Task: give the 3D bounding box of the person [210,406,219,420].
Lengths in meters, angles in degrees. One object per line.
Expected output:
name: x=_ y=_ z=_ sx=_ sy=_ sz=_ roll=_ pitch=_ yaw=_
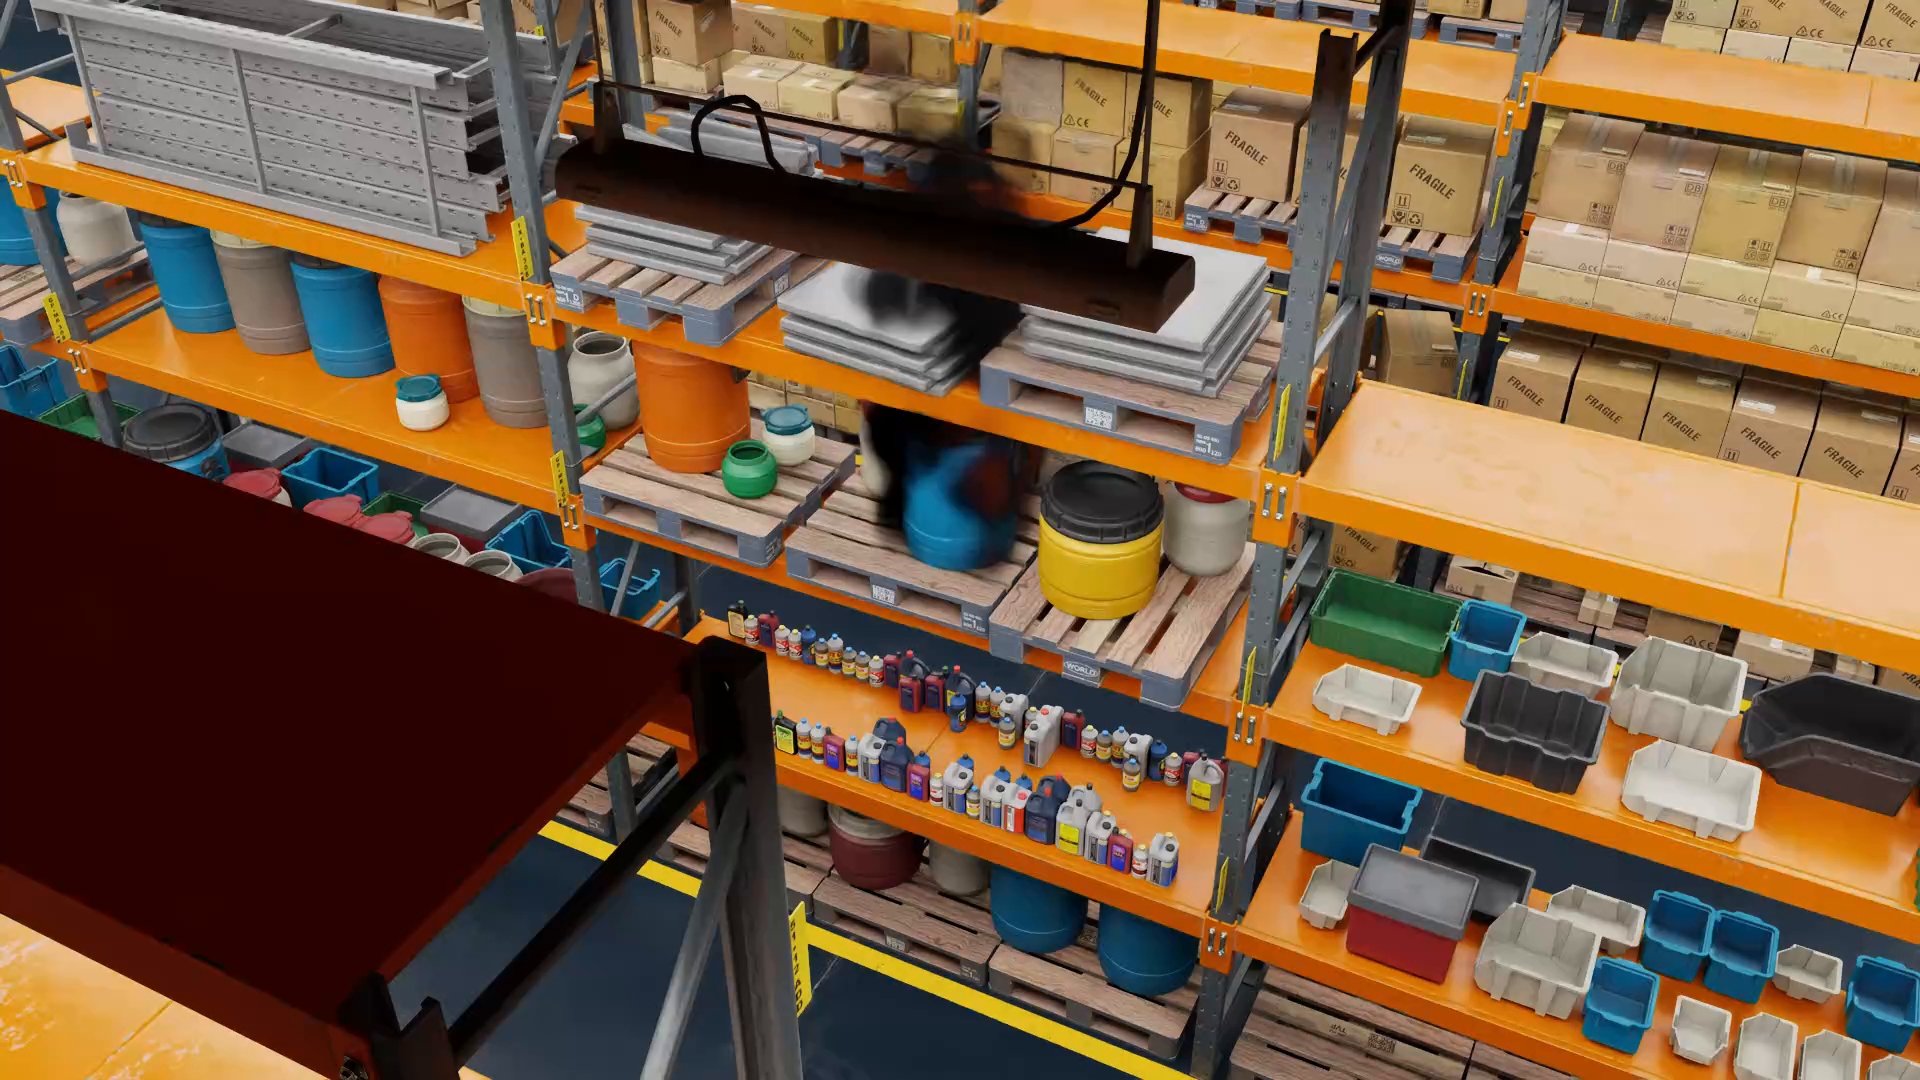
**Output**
person: x=-6.185 y=-1.400 z=14.345 sx=0.792 sy=1.820 sz=0.669 roll=14 pitch=37 yaw=18
